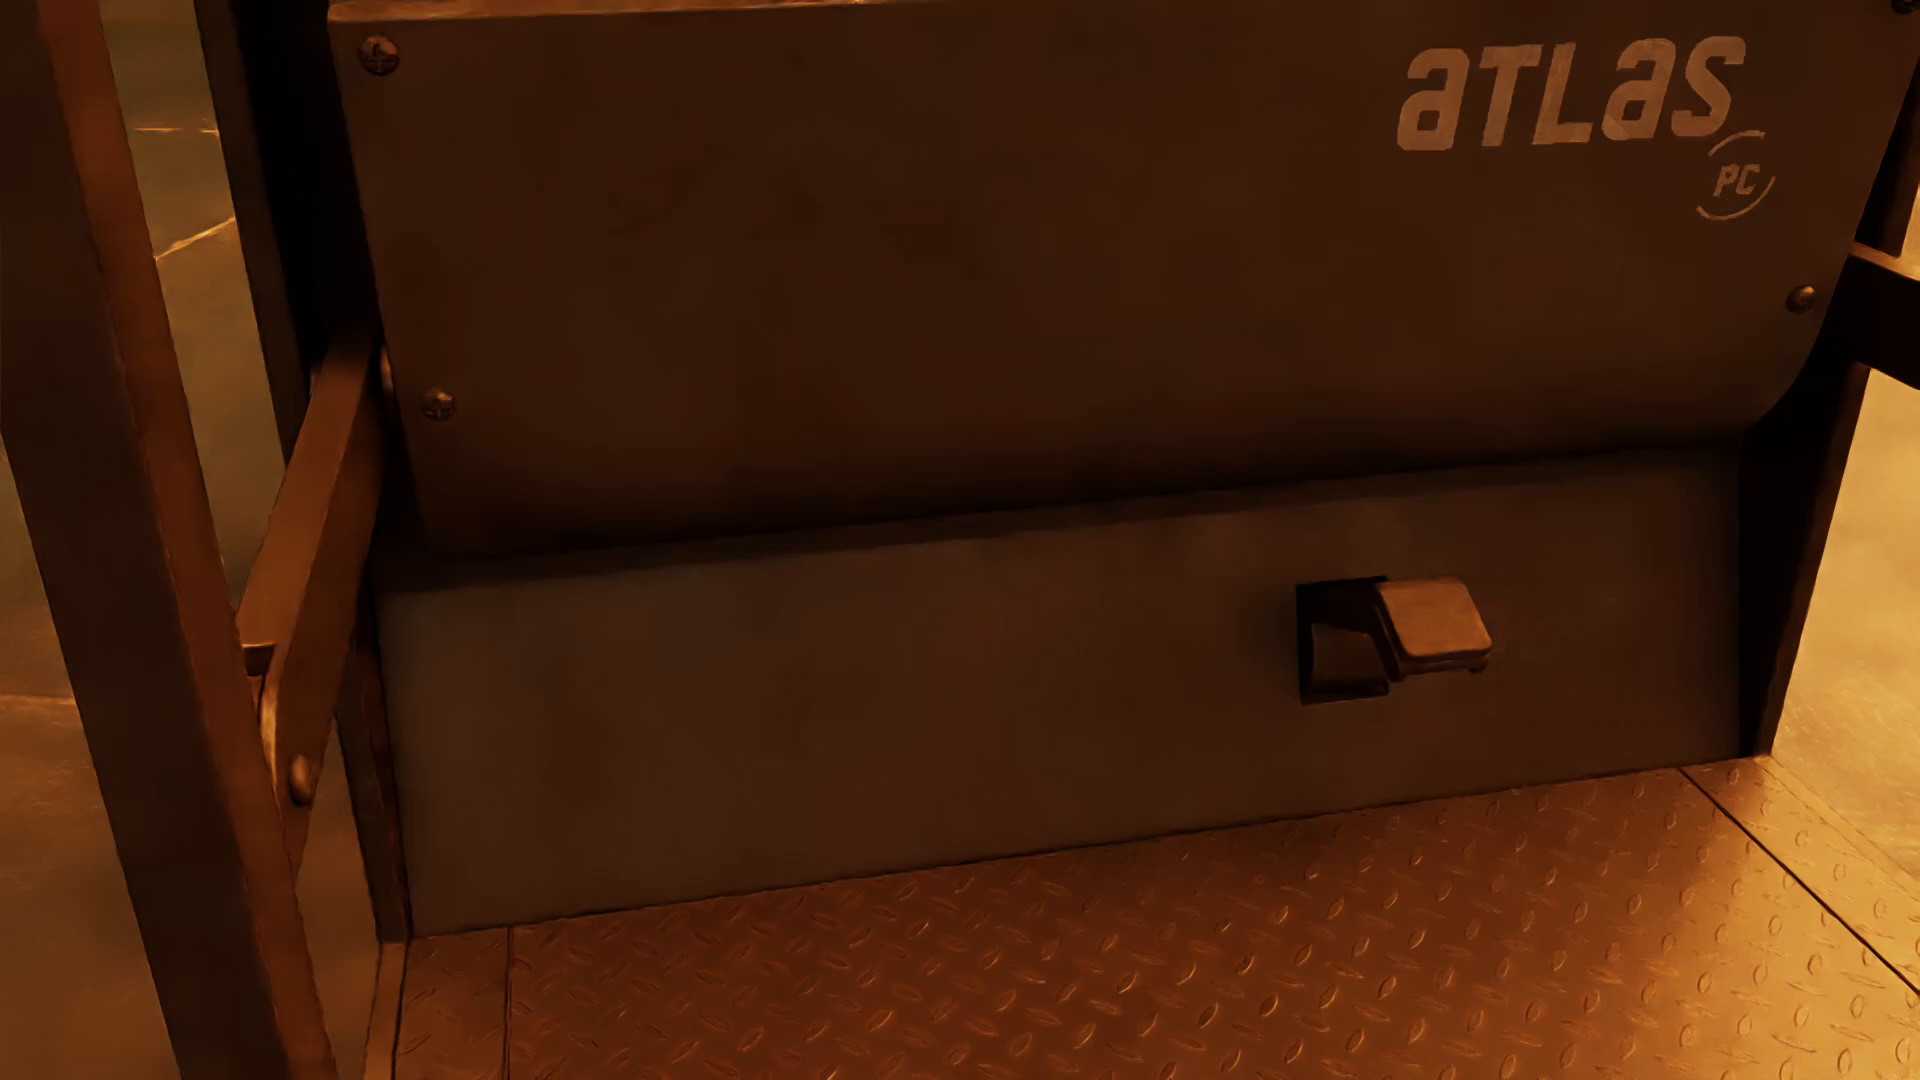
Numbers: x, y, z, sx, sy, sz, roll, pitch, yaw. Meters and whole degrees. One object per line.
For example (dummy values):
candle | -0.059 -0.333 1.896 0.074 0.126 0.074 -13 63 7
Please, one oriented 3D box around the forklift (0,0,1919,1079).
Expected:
forklift | 0.173 -0.677 0.573 1.130 2.935 3.031 -6 27 -11
